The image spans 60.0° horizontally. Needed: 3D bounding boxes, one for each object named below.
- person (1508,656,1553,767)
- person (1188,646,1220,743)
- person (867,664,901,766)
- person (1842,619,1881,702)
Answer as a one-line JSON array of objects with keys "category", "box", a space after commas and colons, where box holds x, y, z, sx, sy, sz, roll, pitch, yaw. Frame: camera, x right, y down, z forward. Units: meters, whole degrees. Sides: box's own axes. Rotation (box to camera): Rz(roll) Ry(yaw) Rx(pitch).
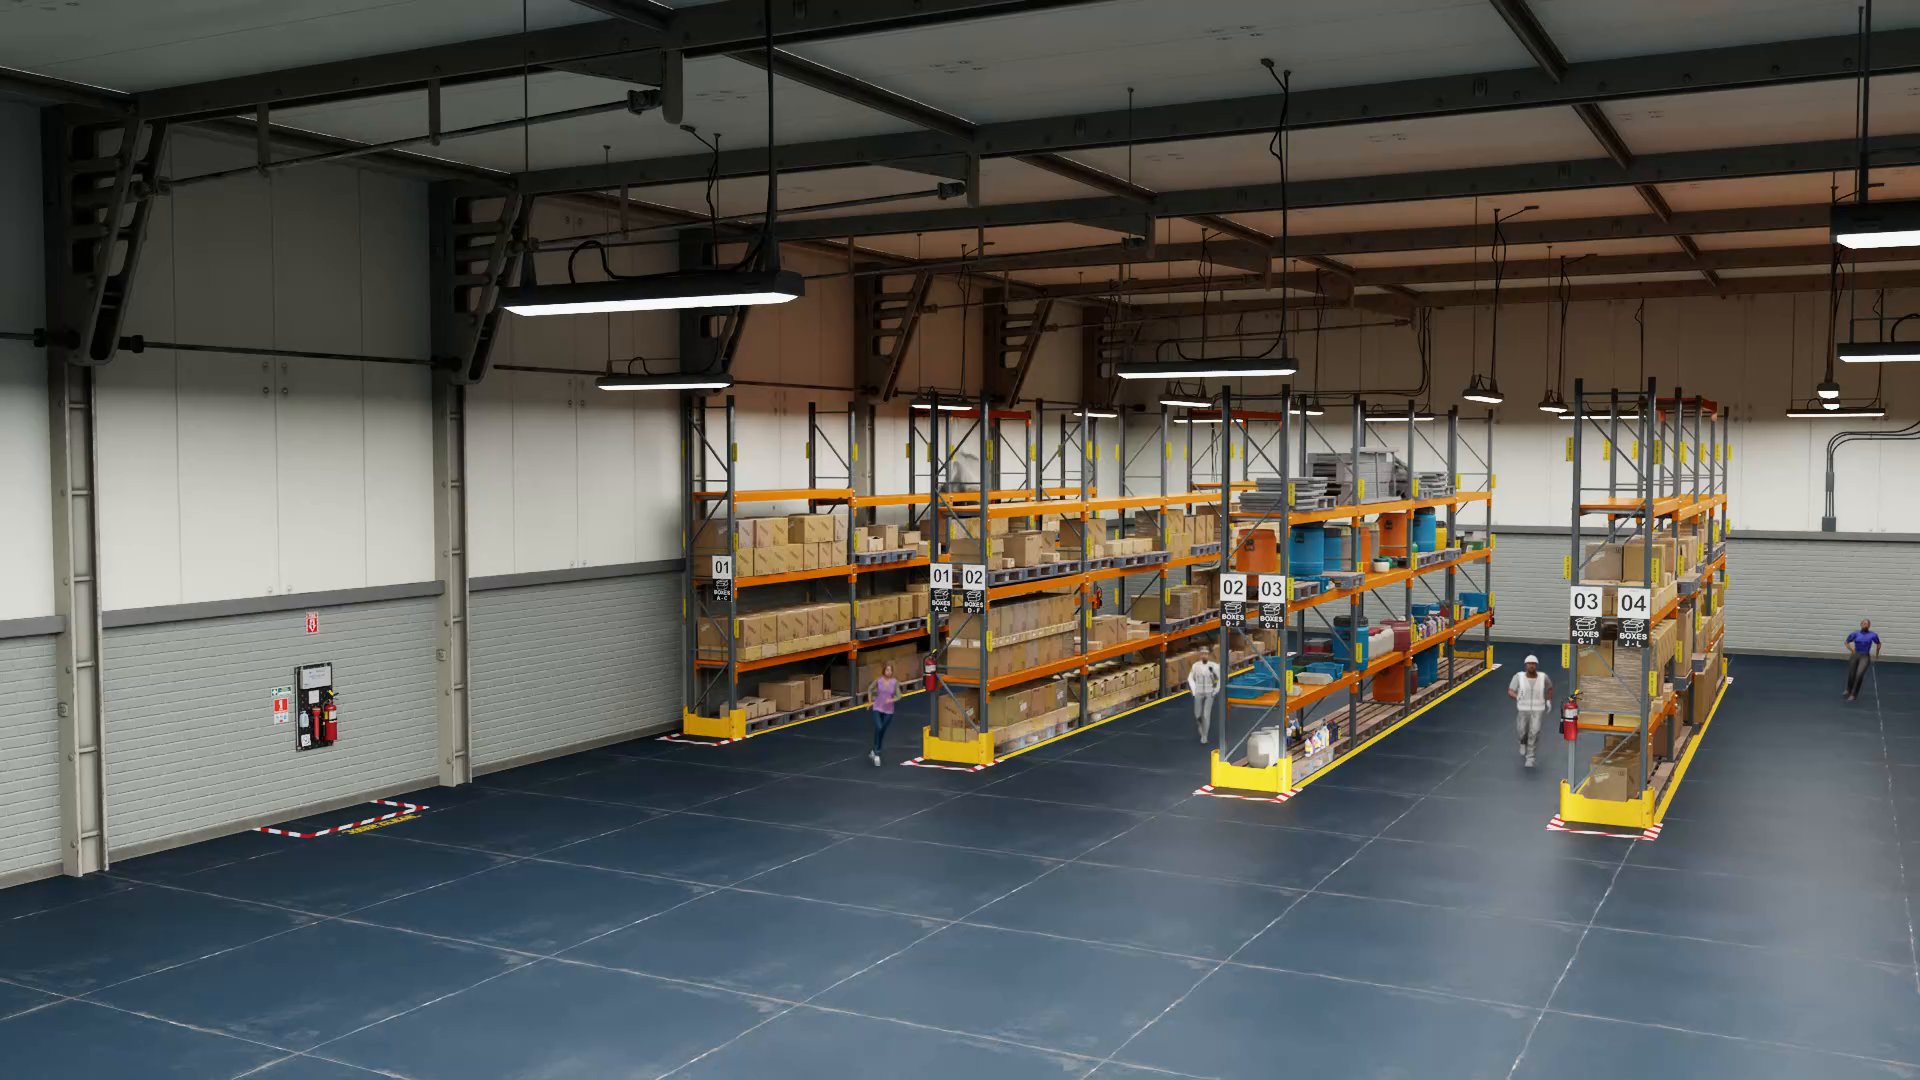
[{"category": "person", "box": [9.121, 2.718, 26.592, 0.688, 1.757, 0.827, 1, 3, 17]}, {"category": "person", "box": [4.279, 2.659, 28.869, 0.642, 1.676, 0.579, 1, 3, 18]}, {"category": "person", "box": [-1.215, 2.789, 26.829, 0.538, 1.585, 0.756, -1, 3, -10]}, {"category": "person", "box": [18.176, 2.418, 33.571, 0.672, 1.665, 0.851, 2, 4, 36]}]
